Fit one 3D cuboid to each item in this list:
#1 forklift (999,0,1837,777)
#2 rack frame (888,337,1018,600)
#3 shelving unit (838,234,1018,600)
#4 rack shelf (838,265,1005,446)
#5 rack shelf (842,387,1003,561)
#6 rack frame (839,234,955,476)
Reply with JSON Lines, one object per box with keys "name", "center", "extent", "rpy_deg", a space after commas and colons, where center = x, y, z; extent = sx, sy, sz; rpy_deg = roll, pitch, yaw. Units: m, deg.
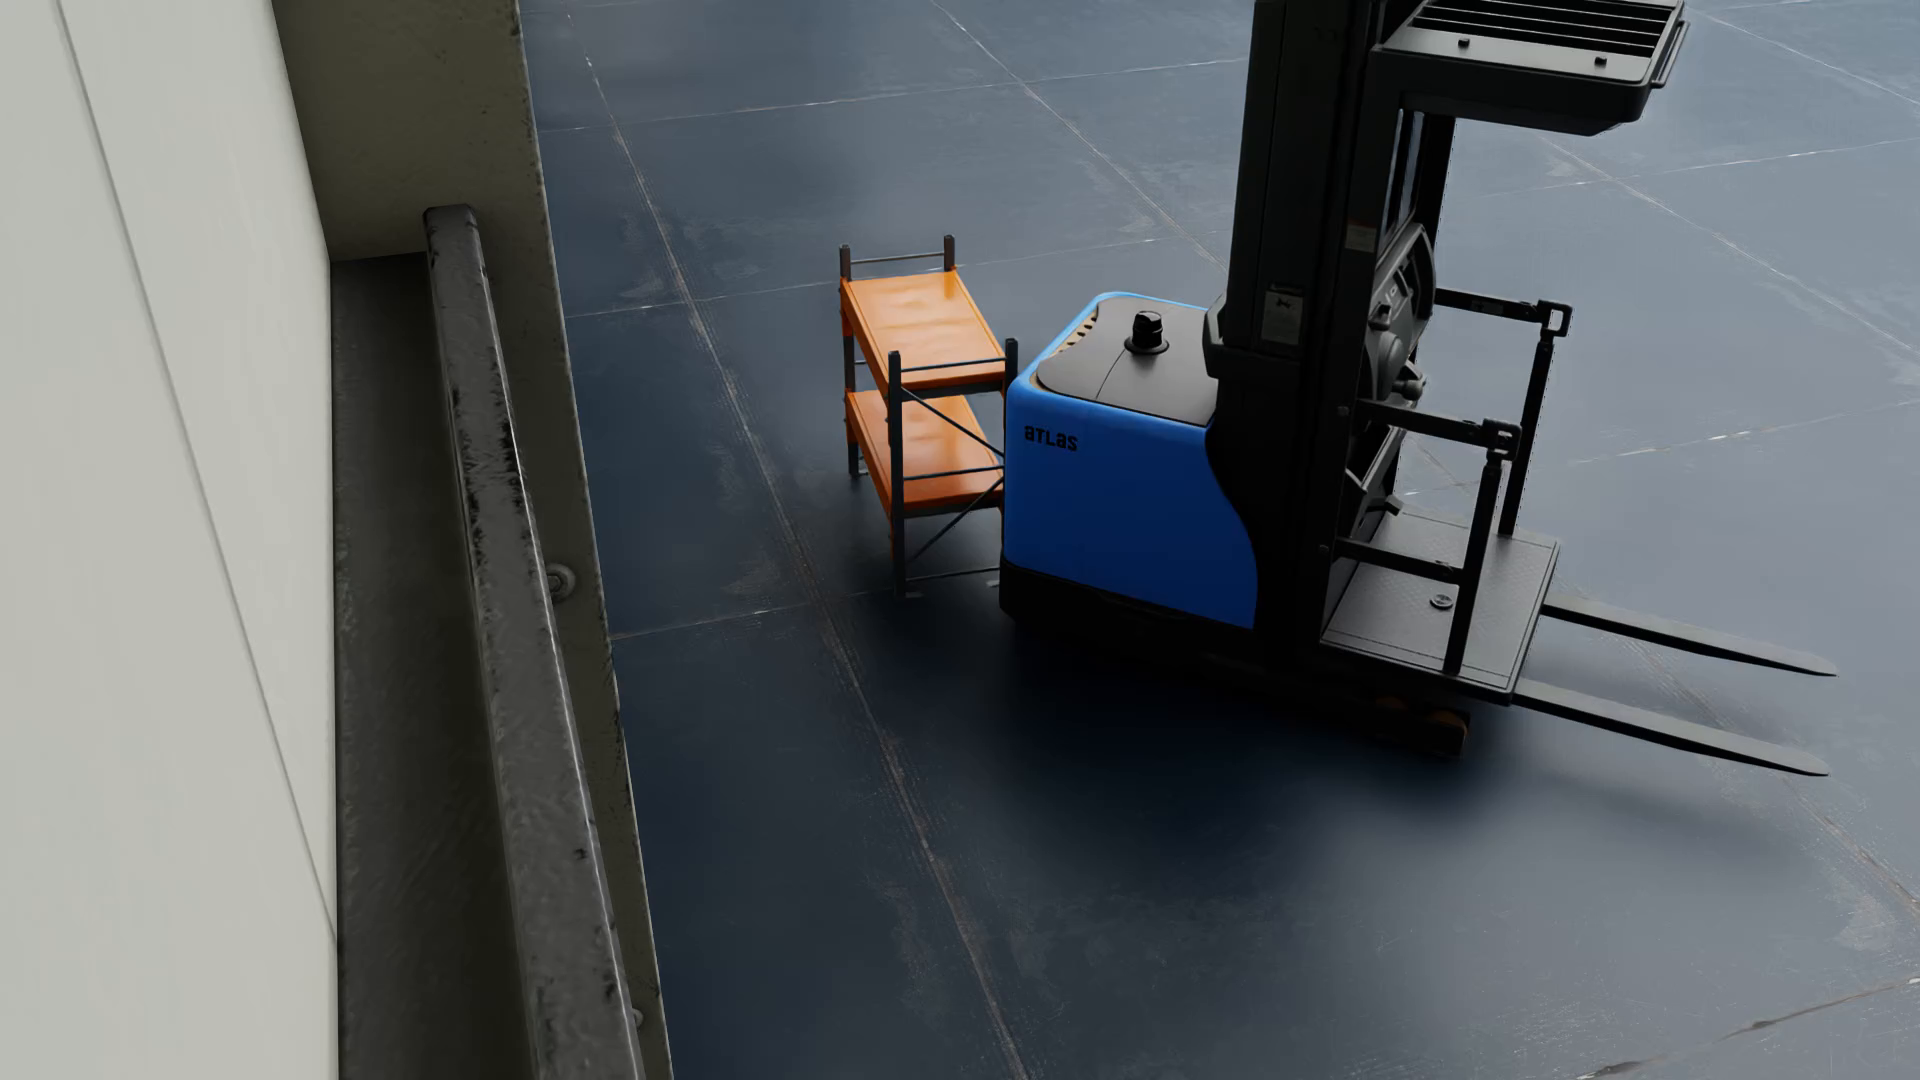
{"name": "forklift", "center": [1.713, -0.773, 5.724], "extent": [3.031, 2.935, 1.130], "rpy_deg": [15, 36, 21]}
{"name": "rack frame", "center": [-0.025, -0.263, 6.591], "extent": [0.500, 1.125, 0.032], "rpy_deg": [-8, 34, -12]}
{"name": "shelving unit", "center": [-0.146, -0.535, 7.002], "extent": [0.538, 1.125, 1.048], "rpy_deg": [-8, 34, -12]}
{"name": "rack shelf", "center": [-0.146, -0.780, 6.841], "extent": [0.538, 0.278, 1.000], "rpy_deg": [-8, 34, -12]}
{"name": "rack shelf", "center": [-0.146, -0.331, 7.137], "extent": [0.538, 0.278, 1.000], "rpy_deg": [-8, 34, -12]}
{"name": "rack frame", "center": [-0.268, -0.808, 7.414], "extent": [0.500, 1.125, 0.032], "rpy_deg": [-8, 34, -12]}
